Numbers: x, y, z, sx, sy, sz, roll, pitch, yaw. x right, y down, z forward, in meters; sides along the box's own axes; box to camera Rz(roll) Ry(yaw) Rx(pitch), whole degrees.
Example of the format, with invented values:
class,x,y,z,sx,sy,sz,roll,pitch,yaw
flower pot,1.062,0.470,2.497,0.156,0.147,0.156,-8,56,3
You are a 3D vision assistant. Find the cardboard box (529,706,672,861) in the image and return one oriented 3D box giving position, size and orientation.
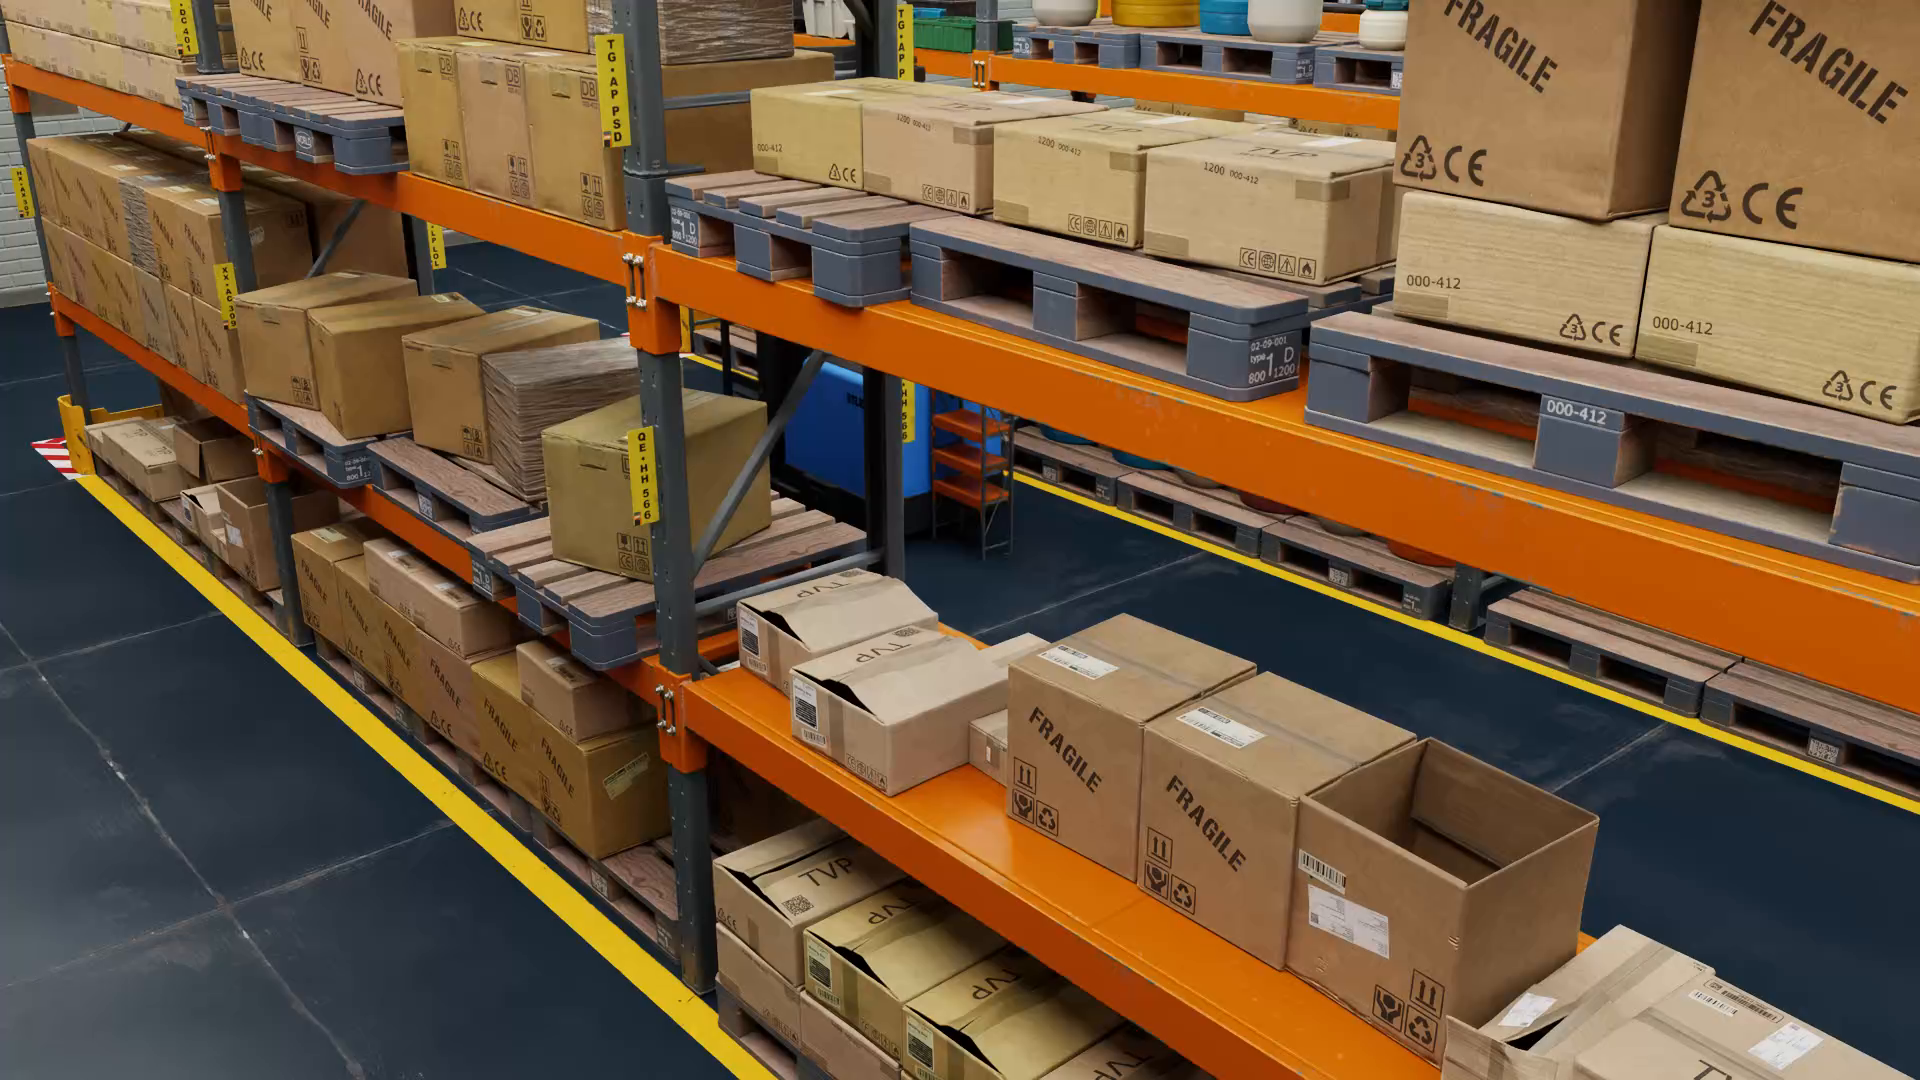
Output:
class,x,y,z,sx,sy,sz,roll,pitch,yaw
cardboard box,-1.412,0.920,6.846,0.500,0.500,0.500,-16,27,-35

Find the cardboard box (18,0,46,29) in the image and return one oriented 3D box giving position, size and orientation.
class,x,y,z,sx,sy,sz,roll,pitch,yaw
cardboard box,-5.387,-3.263,10.108,0.500,0.250,0.500,-17,27,-37

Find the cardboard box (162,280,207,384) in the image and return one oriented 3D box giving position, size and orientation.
class,x,y,z,sx,sy,sz,roll,pitch,yaw
cardboard box,-4.093,-1.207,9.317,0.500,0.500,0.500,-17,27,-36

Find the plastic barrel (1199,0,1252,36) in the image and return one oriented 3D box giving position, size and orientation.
class,x,y,z,sx,sy,sz,roll,pitch,yaw
plastic barrel,1.750,-3.510,9.957,0.600,0.901,0.708,-17,27,-37

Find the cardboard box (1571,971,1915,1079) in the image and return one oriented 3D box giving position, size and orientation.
class,x,y,z,sx,sy,sz,roll,pitch,yaw
cardboard box,1.633,1.213,3.480,0.500,0.250,0.500,-15,26,-34

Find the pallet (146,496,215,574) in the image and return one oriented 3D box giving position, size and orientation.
class,x,y,z,sx,sy,sz,roll,pitch,yaw
pallet,-4.483,-0.170,10.630,1.003,0.211,1.213,-17,27,-37

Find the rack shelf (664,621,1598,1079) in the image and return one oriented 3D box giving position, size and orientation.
class,x,y,z,sx,sy,sz,roll,pitch,yaw
rack shelf,0.682,1.051,4.674,1.077,0.370,4.000,-17,27,-37

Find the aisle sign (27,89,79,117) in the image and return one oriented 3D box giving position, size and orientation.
class,x,y,z,sx,sy,sz,roll,pitch,yaw
aisle sign,-6.113,-3.206,10.992,0.394,0.787,0.004,-17,27,-37

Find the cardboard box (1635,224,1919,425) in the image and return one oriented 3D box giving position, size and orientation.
class,x,y,z,sx,sy,sz,roll,pitch,yaw
cardboard box,1.592,-0.426,2.976,0.500,0.250,0.500,-14,25,-32

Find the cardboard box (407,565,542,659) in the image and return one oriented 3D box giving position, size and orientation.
class,x,y,z,sx,sy,sz,roll,pitch,yaw
cardboard box,-2.123,0.275,7.466,0.500,0.250,0.500,-18,28,-38

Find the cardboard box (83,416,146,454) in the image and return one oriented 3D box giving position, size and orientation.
class,x,y,z,sx,sy,sz,roll,pitch,yaw
cardboard box,-5.833,-0.727,11.532,0.380,0.149,0.250,-17,27,-37

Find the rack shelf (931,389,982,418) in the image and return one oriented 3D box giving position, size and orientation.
class,x,y,z,sx,sy,sz,roll,pitch,yaw
rack shelf,0.074,-0.884,10.019,0.258,0.148,0.480,-16,27,-36

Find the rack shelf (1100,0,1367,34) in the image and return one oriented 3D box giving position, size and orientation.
class,x,y,z,sx,sy,sz,roll,pitch,yaw
rack shelf,2.967,-4.913,15.789,1.077,0.370,4.000,-17,27,-37

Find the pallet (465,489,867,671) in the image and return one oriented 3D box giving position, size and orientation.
class,x,y,z,sx,sy,sz,roll,pitch,yaw
pallet,-1.119,0.082,6.424,1.213,0.211,1.003,-17,27,-37

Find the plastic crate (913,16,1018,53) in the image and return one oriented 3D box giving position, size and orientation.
class,x,y,z,sx,sy,sz,roll,pitch,yaw
plastic crate,0.015,-3.463,11.390,0.450,0.188,0.662,-17,27,-37

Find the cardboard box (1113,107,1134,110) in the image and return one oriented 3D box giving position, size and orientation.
class,x,y,z,sx,sy,sz,roll,pitch,yaw
cardboard box,1.770,-4.276,17.086,0.500,0.250,0.500,-18,28,-39

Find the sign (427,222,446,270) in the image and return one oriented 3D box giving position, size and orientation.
class,x,y,z,sx,sy,sz,roll,pitch,yaw
sign,-2.817,-1.614,8.904,0.100,0.325,0.005,-17,27,-37

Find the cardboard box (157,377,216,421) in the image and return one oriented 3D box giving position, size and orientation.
class,x,y,z,sx,sy,sz,roll,pitch,yaw
cardboard box,-5.304,-0.996,11.739,0.500,0.500,0.500,-17,27,-37

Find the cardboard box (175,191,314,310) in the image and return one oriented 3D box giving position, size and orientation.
class,x,y,z,sx,sy,sz,roll,pitch,yaw
cardboard box,-3.761,-1.532,8.774,0.500,0.500,0.500,-17,27,-37

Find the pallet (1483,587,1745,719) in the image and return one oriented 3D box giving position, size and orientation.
class,x,y,z,sx,sy,sz,roll,pitch,yaw
pallet,3.607,0.507,8.900,1.003,0.211,1.213,-17,27,-37

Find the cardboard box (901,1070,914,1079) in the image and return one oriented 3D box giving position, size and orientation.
class,x,y,z,sx,sy,sz,roll,pitch,yaw
cardboard box,0.168,1.744,5.114,0.500,0.250,0.500,-18,28,-39

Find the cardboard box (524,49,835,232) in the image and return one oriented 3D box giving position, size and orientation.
class,x,y,z,sx,sy,sz,roll,pitch,yaw
cardboard box,-0.934,-1.392,5.676,0.910,0.500,0.500,-17,27,-37

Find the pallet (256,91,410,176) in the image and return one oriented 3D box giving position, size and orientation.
class,x,y,z,sx,sy,sz,roll,pitch,yaw
pallet,-2.183,-1.768,7.030,1.213,0.211,1.003,-17,27,-37

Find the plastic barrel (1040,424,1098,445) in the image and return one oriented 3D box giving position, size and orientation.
class,x,y,z,sx,sy,sz,roll,pitch,yaw
plastic barrel,0.862,-1.184,11.695,0.600,0.901,0.708,-17,27,-37

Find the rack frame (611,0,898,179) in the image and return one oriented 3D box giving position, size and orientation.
class,x,y,z,sx,sy,sz,roll,pitch,yaw
rack frame,-0.624,-2.630,4.860,1.000,3.000,0.127,-17,27,-37

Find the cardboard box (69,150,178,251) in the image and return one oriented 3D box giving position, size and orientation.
class,x,y,z,sx,sy,sz,roll,pitch,yaw
cardboard box,-5.086,-2.092,10.203,0.500,0.500,0.500,-17,27,-37

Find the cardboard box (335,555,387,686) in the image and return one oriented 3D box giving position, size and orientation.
class,x,y,z,sx,sy,sz,roll,pitch,yaw
cardboard box,-2.747,0.354,8.292,0.500,0.500,0.500,-17,27,-37

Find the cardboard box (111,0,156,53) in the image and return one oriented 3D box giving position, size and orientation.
class,x,y,z,sx,sy,sz,roll,pitch,yaw
cardboard box,-4.082,-2.710,8.697,0.500,0.250,0.500,-17,27,-37

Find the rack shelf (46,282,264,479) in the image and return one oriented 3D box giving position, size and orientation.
class,x,y,z,sx,sy,sz,roll,pitch,yaw
rack shelf,-4.540,-1.159,10.317,1.077,0.370,4.000,-17,27,-37

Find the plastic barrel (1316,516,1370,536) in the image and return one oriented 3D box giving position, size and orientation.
class,x,y,z,sx,sy,sz,roll,pitch,yaw
plastic barrel,2.363,-0.318,10.018,0.421,0.512,0.421,0,21,0

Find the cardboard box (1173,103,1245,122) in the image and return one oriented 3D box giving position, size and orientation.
class,x,y,z,sx,sy,sz,roll,pitch,yaw
cardboard box,2.439,-4.345,16.234,0.500,0.500,0.500,-18,28,-39

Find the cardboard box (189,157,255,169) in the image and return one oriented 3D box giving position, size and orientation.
class,x,y,z,sx,sy,sz,roll,pitch,yaw
cardboard box,-4.339,-2.078,10.168,0.500,0.500,0.500,-16,27,-36

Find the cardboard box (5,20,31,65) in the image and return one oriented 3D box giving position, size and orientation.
class,x,y,z,sx,sy,sz,roll,pitch,yaw
cardboard box,-5.703,-3.171,10.560,0.500,0.250,0.500,-17,27,-37

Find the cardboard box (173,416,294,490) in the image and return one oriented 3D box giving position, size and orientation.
class,x,y,z,sx,sy,sz,roll,pitch,yaw
cardboard box,-4.465,-0.502,10.473,0.797,0.503,0.637,-17,27,-37

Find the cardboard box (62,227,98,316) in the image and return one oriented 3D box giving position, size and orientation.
class,x,y,z,sx,sy,sz,roll,pitch,yaw
cardboard box,-5.415,-1.767,10.745,0.500,0.500,0.500,-18,28,-38

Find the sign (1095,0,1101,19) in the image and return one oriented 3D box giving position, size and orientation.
class,x,y,z,sx,sy,sz,roll,pitch,yaw
sign,0.938,-3.651,11.568,0.100,0.325,0.005,-17,27,-37

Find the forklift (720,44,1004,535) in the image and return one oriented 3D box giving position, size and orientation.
class,x,y,z,sx,sy,sz,roll,pitch,yaw
forklift,-1.032,-1.833,11.145,1.130,2.935,3.031,-16,27,-36

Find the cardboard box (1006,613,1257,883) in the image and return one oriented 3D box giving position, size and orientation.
class,x,y,z,sx,sy,sz,roll,pitch,yaw
cardboard box,0.484,0.577,4.762,0.500,0.500,0.500,-19,29,-40

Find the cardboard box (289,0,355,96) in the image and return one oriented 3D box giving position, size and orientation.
class,x,y,z,sx,sy,sz,roll,pitch,yaw
cardboard box,-2.508,-2.291,7.258,0.600,0.600,0.600,-18,28,-38

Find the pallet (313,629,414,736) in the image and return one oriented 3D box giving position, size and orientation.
class,x,y,z,sx,sy,sz,roll,pitch,yaw
pallet,-2.675,0.572,8.733,1.003,0.211,1.213,-17,27,-37

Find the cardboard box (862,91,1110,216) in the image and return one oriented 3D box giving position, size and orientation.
class,x,y,z,sx,sy,sz,roll,pitch,yaw
cardboard box,0.071,-1.106,4.713,0.500,0.250,0.500,-17,27,-36

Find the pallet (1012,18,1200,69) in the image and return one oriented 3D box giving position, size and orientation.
class,x,y,z,sx,sy,sz,roll,pitch,yaw
pallet,1.106,-3.235,10.777,1.213,0.211,1.003,-17,27,-37

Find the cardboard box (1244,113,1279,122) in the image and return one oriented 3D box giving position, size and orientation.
class,x,y,z,sx,sy,sz,roll,pitch,yaw
cardboard box,2.842,-4.121,16.691,0.500,0.250,0.500,-19,28,-39

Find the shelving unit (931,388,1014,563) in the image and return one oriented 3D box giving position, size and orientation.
class,x,y,z,sx,sy,sz,roll,pitch,yaw
shelving unit,0.074,-0.518,10.162,0.258,1.200,0.503,-16,27,-36

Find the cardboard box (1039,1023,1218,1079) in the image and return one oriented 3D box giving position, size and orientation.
class,x,y,z,sx,sy,sz,roll,pitch,yaw
cardboard box,0.512,1.628,4.640,0.500,0.311,0.500,-18,28,-38

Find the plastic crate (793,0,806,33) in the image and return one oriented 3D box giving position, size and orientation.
class,x,y,z,sx,sy,sz,roll,pitch,yaw
plastic crate,-1.302,-4.105,12.824,0.504,0.338,0.767,-17,27,-37

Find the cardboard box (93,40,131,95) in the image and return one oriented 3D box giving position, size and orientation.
class,x,y,z,sx,sy,sz,roll,pitch,yaw
cardboard box,-4.405,-2.616,9.144,0.500,0.250,0.500,-17,27,-37

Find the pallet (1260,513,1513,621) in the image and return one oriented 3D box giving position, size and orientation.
class,x,y,z,sx,sy,sz,roll,pitch,yaw
pallet,2.585,0.076,10.001,1.003,0.211,1.213,-17,27,-37

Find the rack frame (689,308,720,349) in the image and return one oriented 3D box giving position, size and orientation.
class,x,y,z,sx,sy,sz,roll,pitch,yaw
rack frame,-2.091,-3.225,14.605,1.000,3.000,0.127,-17,27,-37

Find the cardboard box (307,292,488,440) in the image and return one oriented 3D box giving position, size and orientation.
class,x,y,z,sx,sy,sz,roll,pitch,yaw
cardboard box,-2.598,-0.825,7.764,0.700,0.500,0.500,-13,25,-29
